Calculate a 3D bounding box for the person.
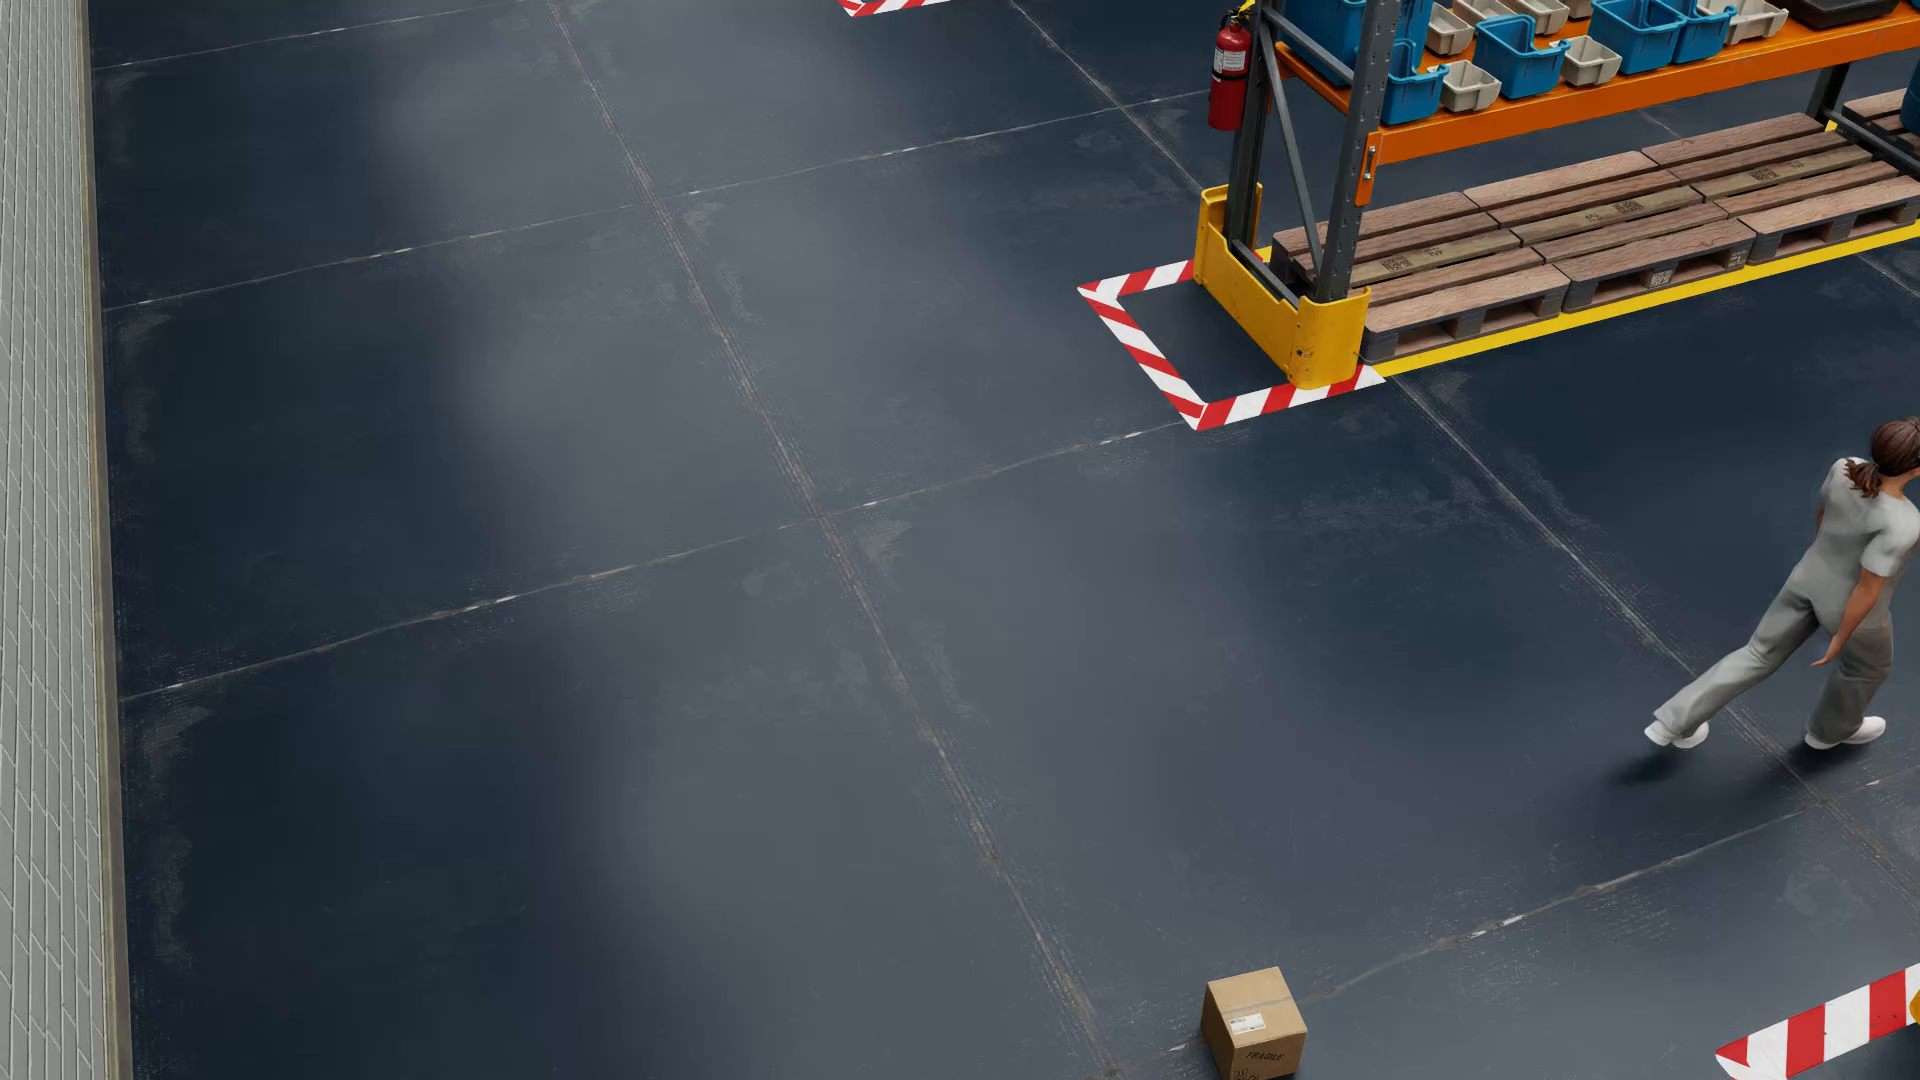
[{"bbox_3d":[3.096,0.200,5.937,1.004,1.621,0.455,-10,43,-11],"label":"person"}]
